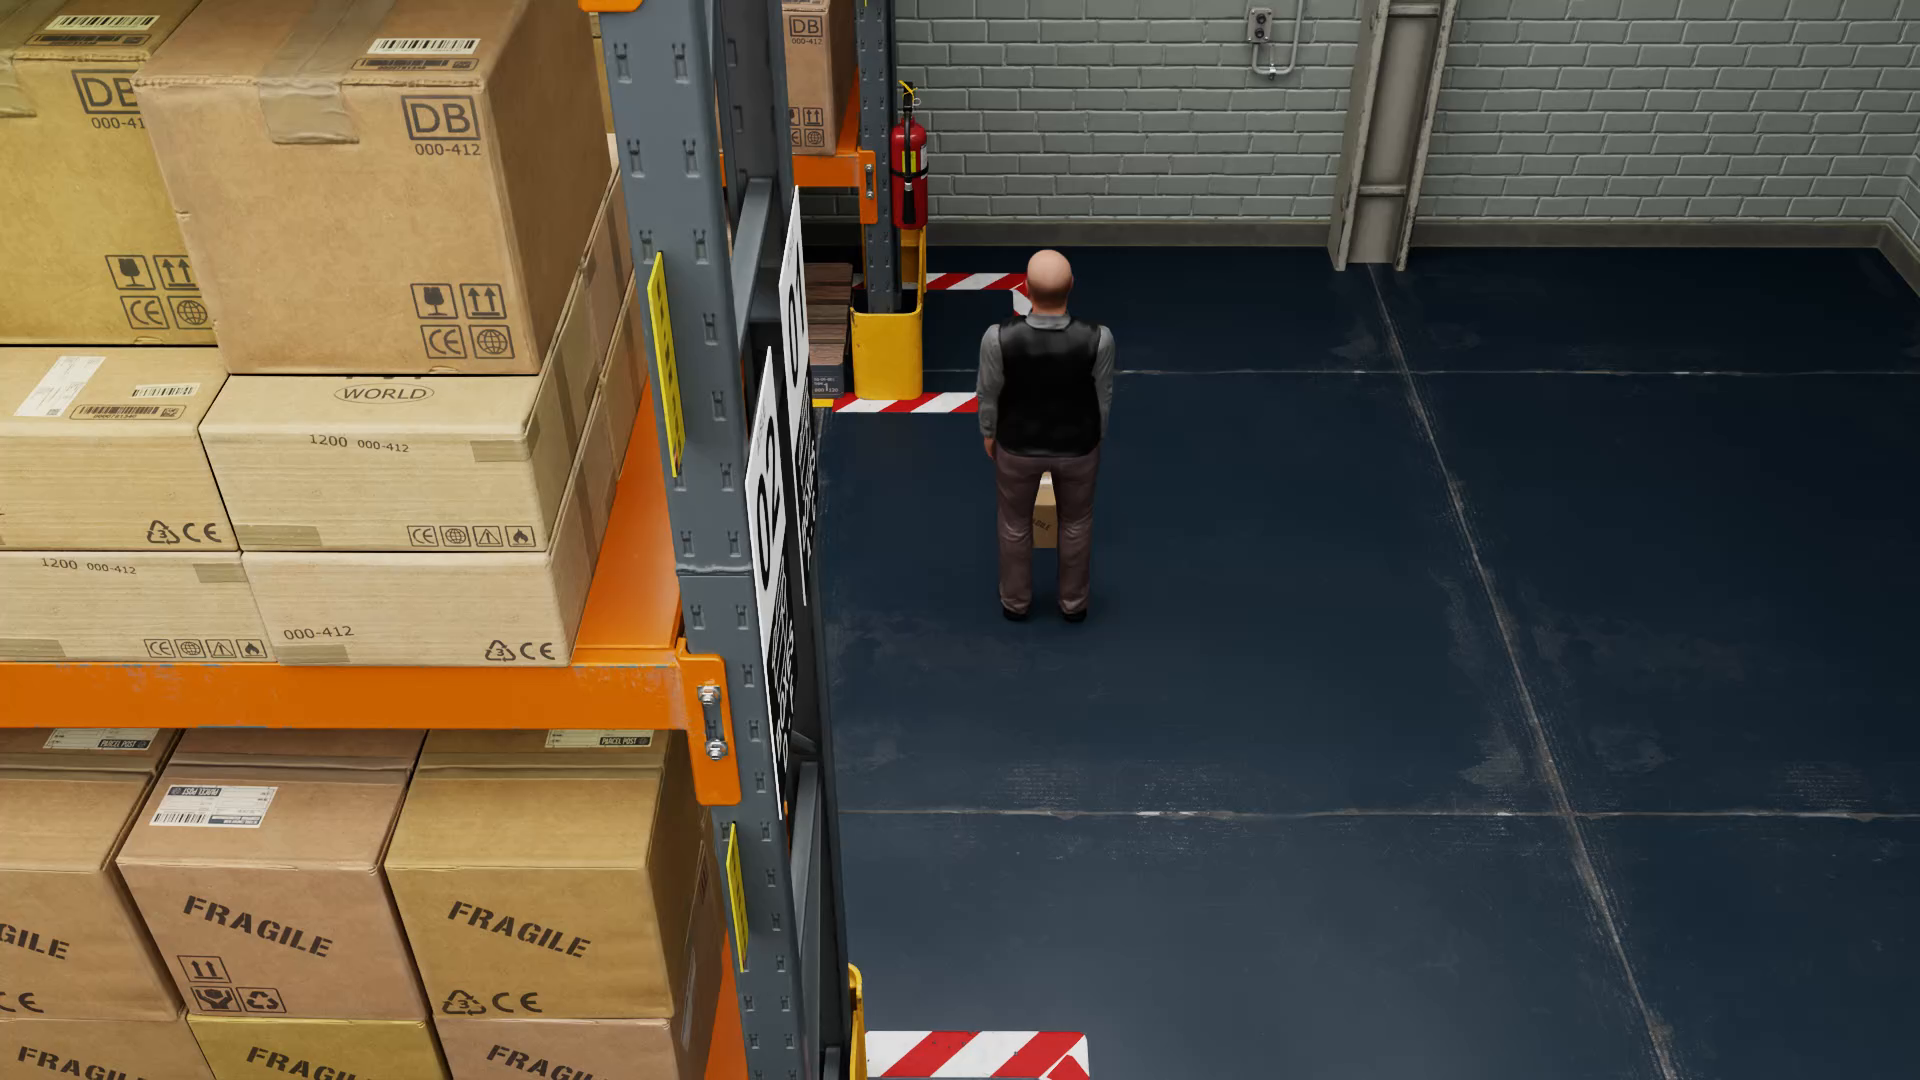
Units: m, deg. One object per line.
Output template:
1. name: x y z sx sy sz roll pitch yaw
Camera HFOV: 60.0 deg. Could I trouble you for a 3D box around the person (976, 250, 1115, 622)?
1. person: 0.330 -0.390 6.661 0.533 1.714 0.357 1 39 1
